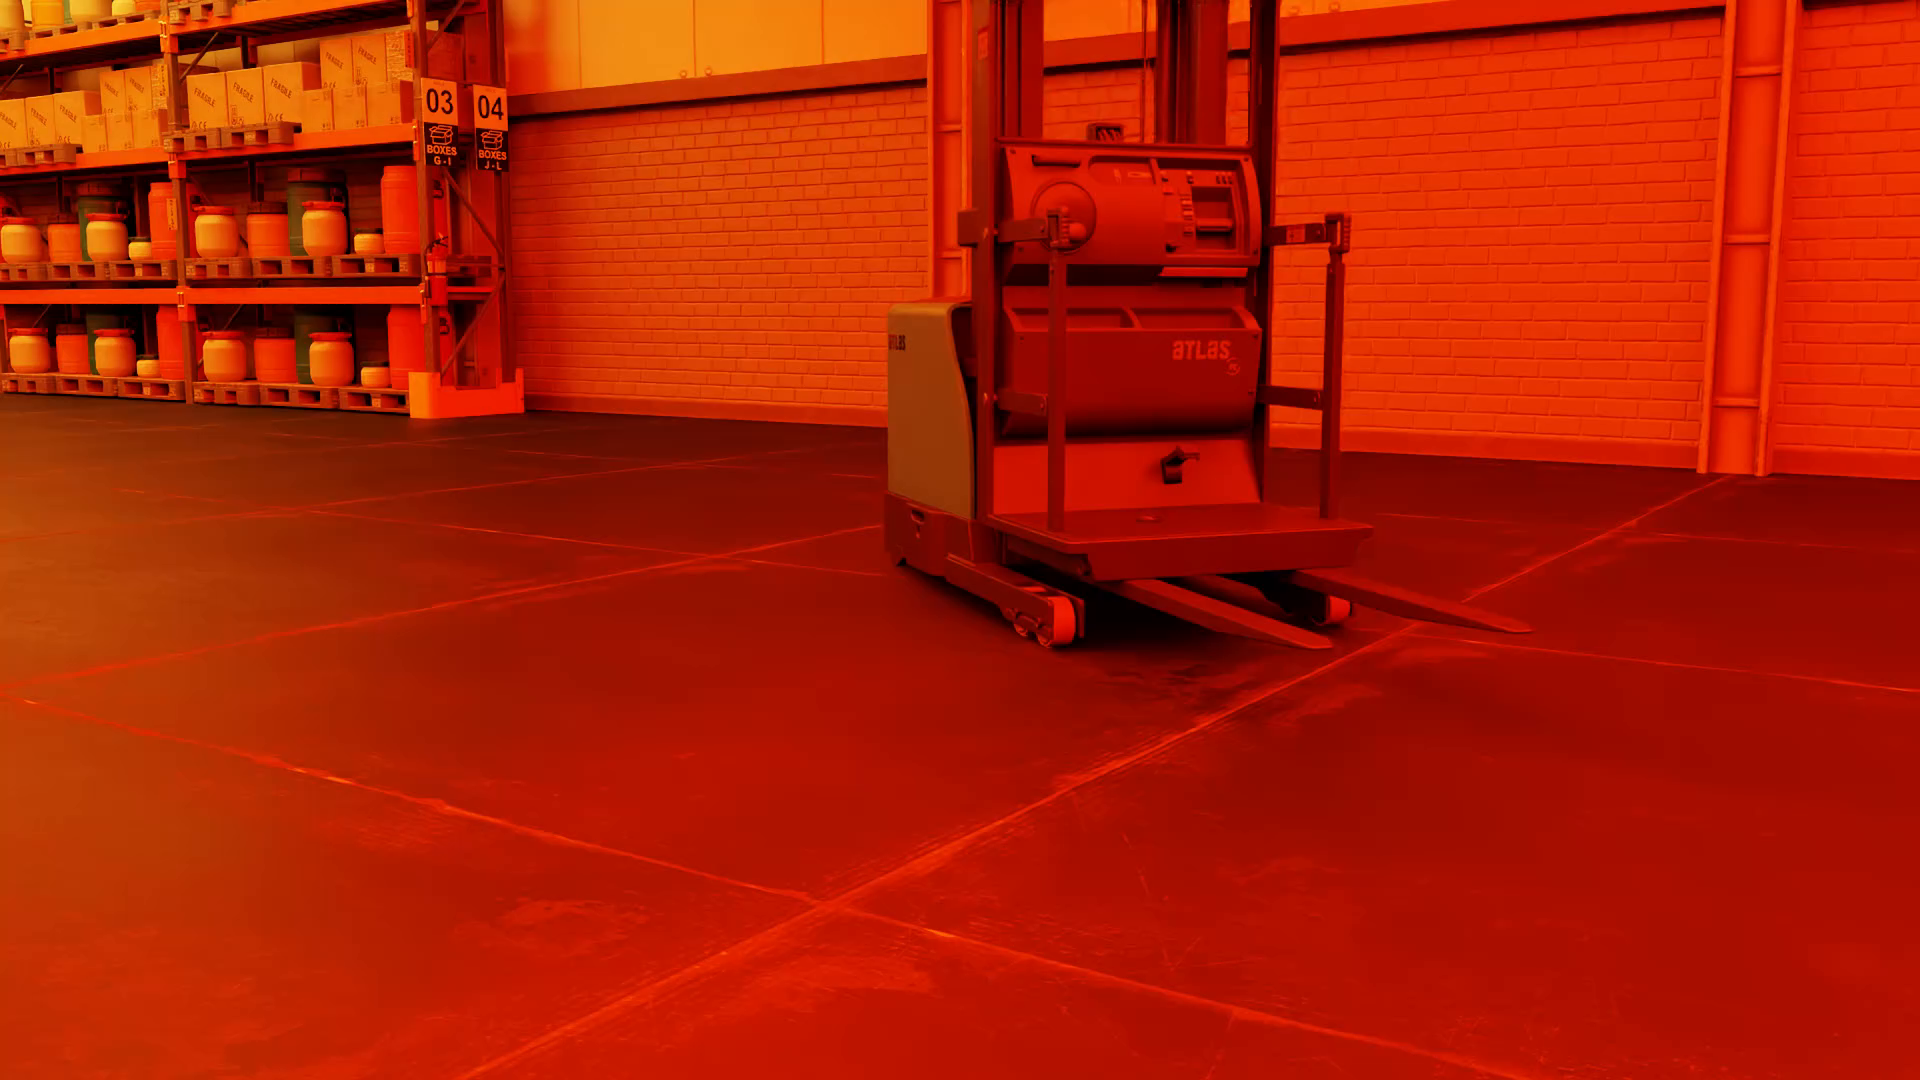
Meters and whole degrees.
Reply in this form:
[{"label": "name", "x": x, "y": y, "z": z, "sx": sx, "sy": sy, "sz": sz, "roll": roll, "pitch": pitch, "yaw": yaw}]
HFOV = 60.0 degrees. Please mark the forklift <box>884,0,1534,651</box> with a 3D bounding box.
[{"label": "forklift", "x": 0.672, "y": -1.178, "z": 5.473, "sx": 1.130, "sy": 2.935, "sz": 3.031, "roll": -3, "pitch": 9, "yaw": -20}]
